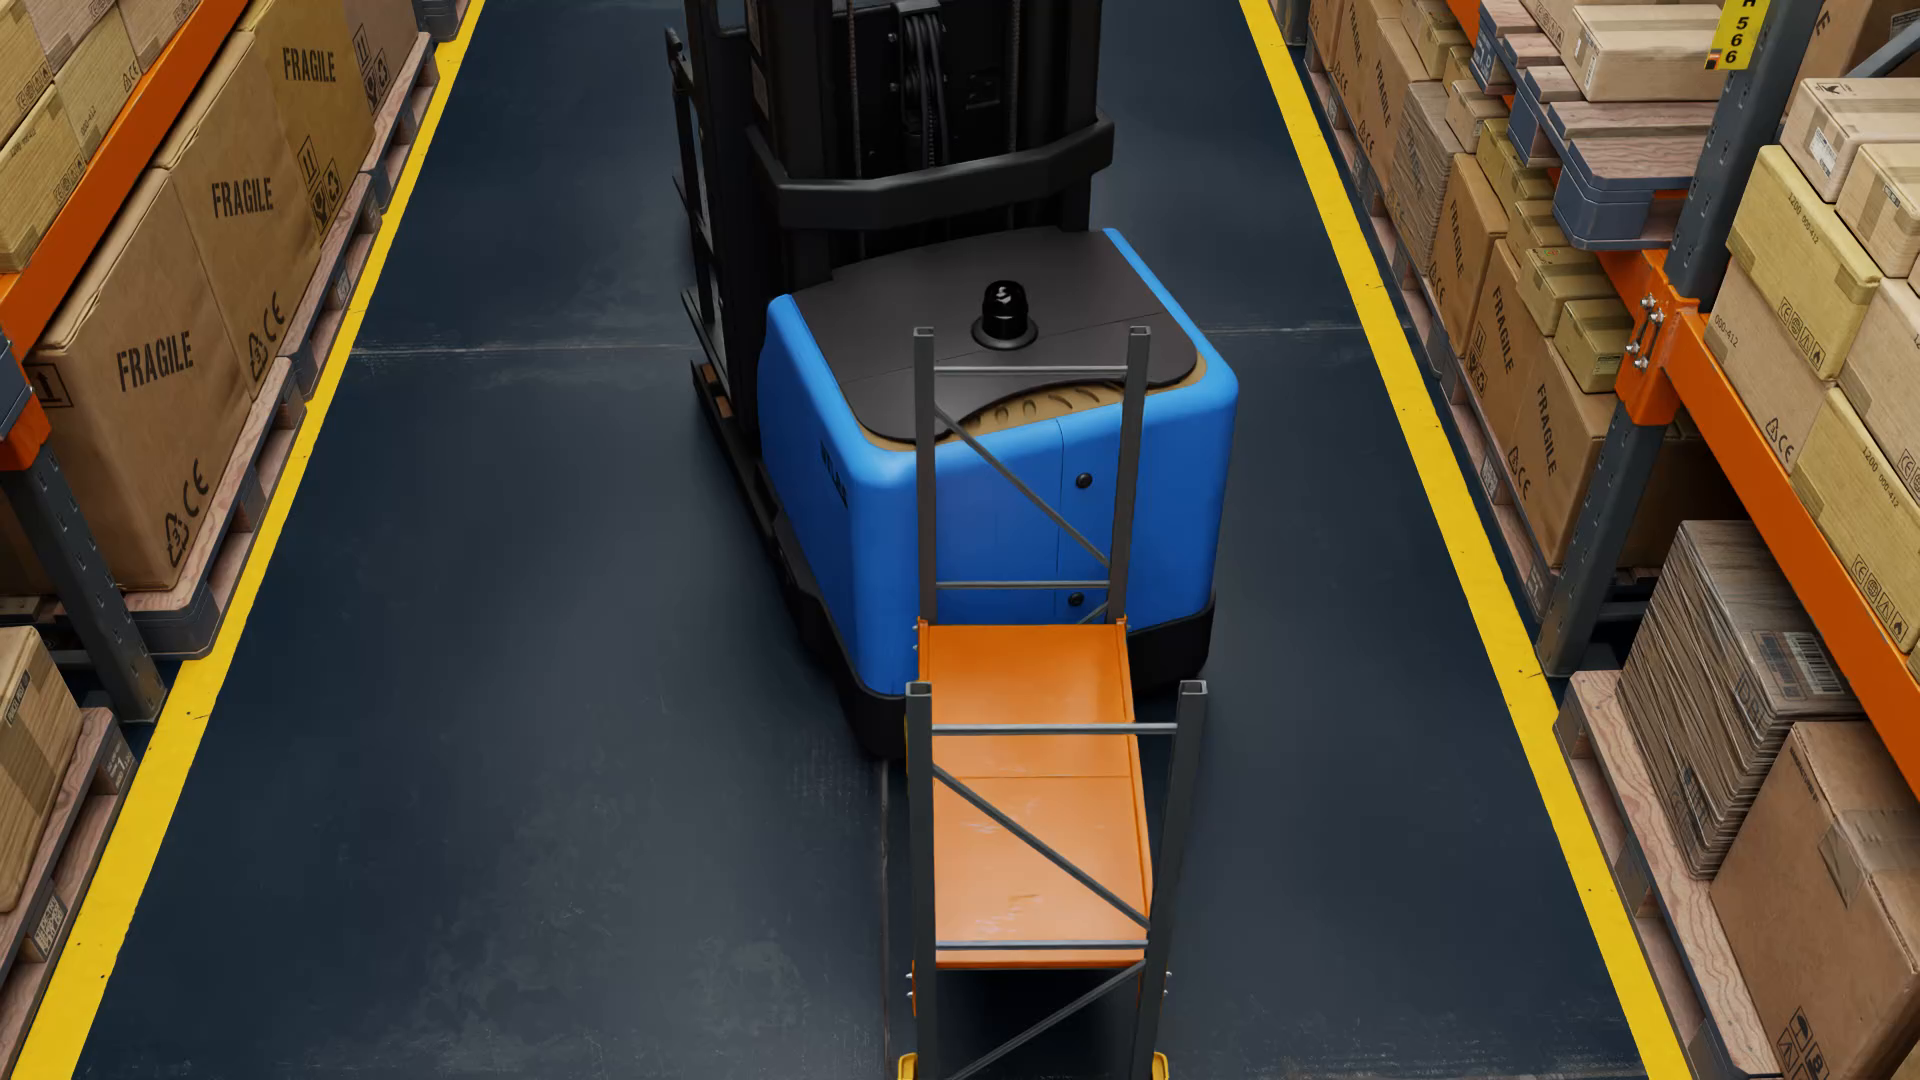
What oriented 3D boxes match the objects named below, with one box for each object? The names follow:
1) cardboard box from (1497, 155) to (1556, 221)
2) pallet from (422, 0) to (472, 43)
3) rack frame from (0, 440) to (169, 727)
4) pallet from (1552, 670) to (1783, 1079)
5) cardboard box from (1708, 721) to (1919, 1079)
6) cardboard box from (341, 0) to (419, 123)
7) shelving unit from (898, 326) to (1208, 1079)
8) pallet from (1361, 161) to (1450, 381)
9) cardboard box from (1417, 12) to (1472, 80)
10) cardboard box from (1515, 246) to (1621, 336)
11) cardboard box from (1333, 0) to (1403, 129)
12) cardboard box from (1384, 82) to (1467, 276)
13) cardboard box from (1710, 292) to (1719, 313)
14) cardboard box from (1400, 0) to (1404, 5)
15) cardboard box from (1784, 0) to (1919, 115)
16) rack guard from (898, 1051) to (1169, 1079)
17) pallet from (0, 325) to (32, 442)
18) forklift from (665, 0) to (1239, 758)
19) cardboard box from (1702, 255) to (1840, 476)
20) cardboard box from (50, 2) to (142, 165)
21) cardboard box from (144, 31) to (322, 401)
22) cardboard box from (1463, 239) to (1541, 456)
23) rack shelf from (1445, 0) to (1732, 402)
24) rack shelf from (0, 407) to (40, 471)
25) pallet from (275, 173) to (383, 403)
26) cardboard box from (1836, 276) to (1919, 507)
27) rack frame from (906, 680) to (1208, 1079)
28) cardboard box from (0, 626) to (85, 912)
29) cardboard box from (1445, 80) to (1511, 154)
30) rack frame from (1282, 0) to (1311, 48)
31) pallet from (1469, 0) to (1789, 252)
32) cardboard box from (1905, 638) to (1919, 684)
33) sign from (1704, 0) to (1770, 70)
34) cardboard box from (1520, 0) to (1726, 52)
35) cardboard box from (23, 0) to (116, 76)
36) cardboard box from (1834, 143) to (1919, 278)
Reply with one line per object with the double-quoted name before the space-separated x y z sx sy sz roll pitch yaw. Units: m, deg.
"cardboard box" 1.942 -1.098 5.287 0.380 0.149 0.250 0 43 -1
"pallet" -2.891 -2.800 8.149 1.003 0.211 1.213 -2 43 -2
"rack frame" -2.767 -0.612 3.698 1.000 3.000 0.127 -2 43 -2
"pallet" 2.188 0.828 4.191 1.003 0.211 1.213 -2 43 -2
"cardboard box" 2.240 0.826 3.576 0.875 0.625 0.625 0 43 0
"cardboard box" -2.831 -2.268 6.766 0.875 0.875 0.875 0 43 0
"shelving unit" 0.156 0.449 3.650 0.587 1.500 1.083 0 43 0
"pallet" 2.149 -1.056 6.246 1.003 0.211 1.213 -2 43 -2
"cardboard box" 1.889 -1.801 6.054 0.380 0.149 0.250 0 43 0
"cardboard box" 1.875 -0.739 4.896 0.380 0.149 0.250 -4 43 -4
"cardboard box" 1.850 -1.999 6.750 0.500 0.500 0.500 -2 43 -2
"cardboard box" 1.882 -1.311 6.000 0.500 0.500 0.500 -3 43 -3
"cardboard box" 2.453 -0.615 5.240 0.500 0.500 0.500 -1 43 -2
"cardboard box" 1.908 -2.138 6.422 0.380 0.149 0.250 -2 43 -3
"cardboard box" 2.326 -1.301 4.064 0.500 0.500 0.500 0 43 0
"rack guard" 0.160 1.246 3.706 0.587 0.250 0.087 0 43 0
"pallet" -2.631 -0.063 3.241 1.213 0.211 1.003 -2 43 -2
"forklift" -0.278 -1.498 4.715 1.130 2.935 3.031 -14 44 -15
"cardboard box" 1.966 -0.395 3.572 0.500 0.250 0.500 -1 43 -2
"cardboard box" -2.576 -1.241 4.495 0.500 0.250 0.500 -3 43 -3
"cardboard box" -2.748 -1.055 5.442 0.875 0.875 0.875 -1 43 -1
"cardboard box" 1.948 -0.608 5.233 0.500 0.500 0.500 -2 43 -2
"rack shelf" 2.107 -1.842 5.572 1.077 0.370 4.000 -2 43 -2
"rack shelf" -2.683 1.003 2.468 1.077 0.370 4.000 -2 43 -2
"pallet" -2.774 -0.940 6.120 1.003 0.211 1.213 -2 43 -2
"cardboard box" 1.986 -0.242 3.035 0.500 0.250 0.500 0 43 0
"rack frame" 0.160 0.798 3.269 0.500 1.500 0.032 0 43 0
"cardboard box" -2.753 0.583 4.028 0.950 0.372 0.625 -4 43 -5
"cardboard box" 1.889 -1.452 5.673 0.380 0.149 0.250 -4 43 -4
"rack frame" 2.022 -3.458 6.802 1.000 3.000 0.127 -2 43 -2
"pallet" 2.093 -1.142 4.418 1.213 0.211 1.003 -2 43 -2
"cardboard box" 2.012 0.292 2.823 0.500 0.250 0.500 -3 43 -3
"sign" 1.650 -1.133 3.468 0.100 0.325 0.005 -2 43 -2
"cardboard box" 1.823 -1.560 4.532 0.500 0.250 0.500 -3 43 -4
"cardboard box" -2.563 -1.439 4.341 0.500 0.250 0.500 -1 43 -1
"cardboard box" 1.923 -0.629 3.163 0.380 0.149 0.250 -1 43 -1
